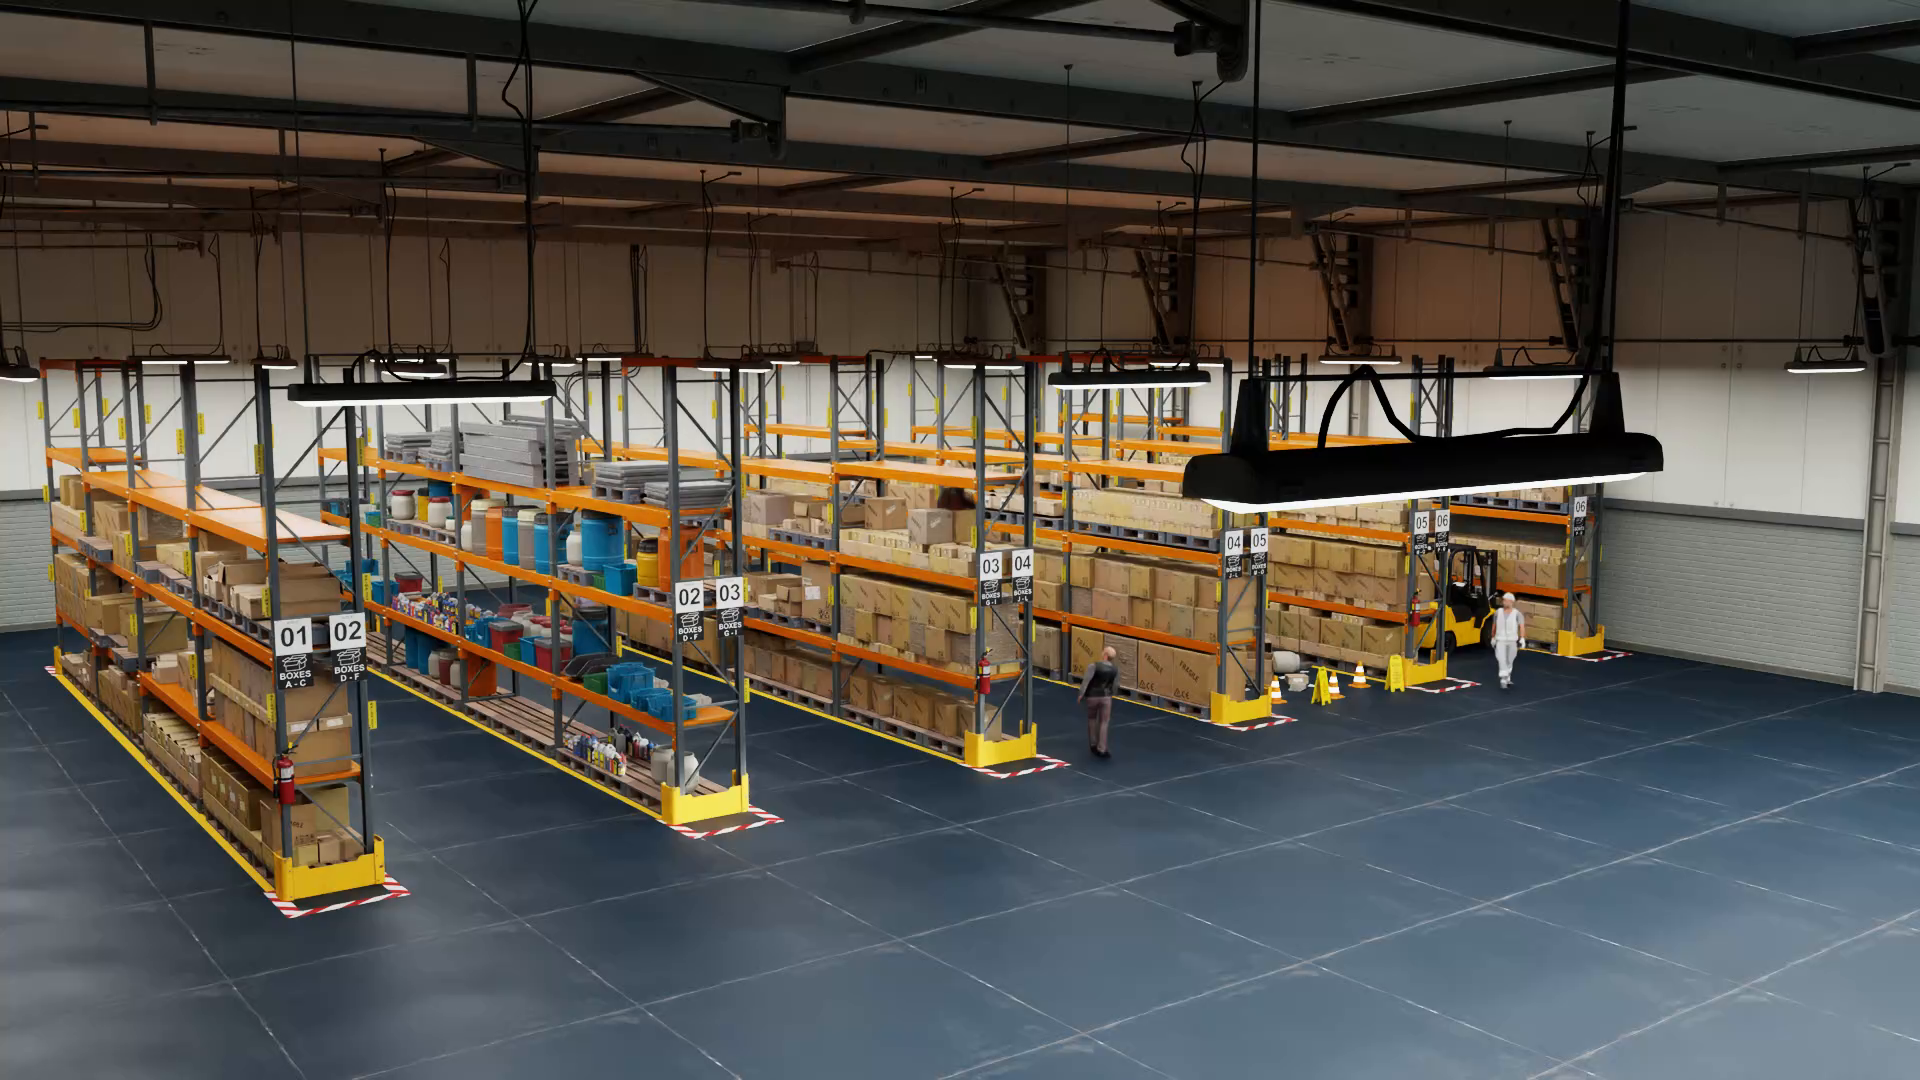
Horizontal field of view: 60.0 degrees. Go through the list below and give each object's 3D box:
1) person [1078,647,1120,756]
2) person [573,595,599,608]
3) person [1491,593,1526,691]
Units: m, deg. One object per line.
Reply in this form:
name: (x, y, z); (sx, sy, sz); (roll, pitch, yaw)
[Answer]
person: (2.143, 2.467, 25.510); (0.624, 1.735, 0.684); (2, 7, 14)
person: (-7.441, 1.557, 33.221); (0.525, 1.575, 0.921); (-4, 8, -32)
person: (9.922, 1.832, 30.086); (0.562, 1.723, 1.041); (2, 7, 14)
